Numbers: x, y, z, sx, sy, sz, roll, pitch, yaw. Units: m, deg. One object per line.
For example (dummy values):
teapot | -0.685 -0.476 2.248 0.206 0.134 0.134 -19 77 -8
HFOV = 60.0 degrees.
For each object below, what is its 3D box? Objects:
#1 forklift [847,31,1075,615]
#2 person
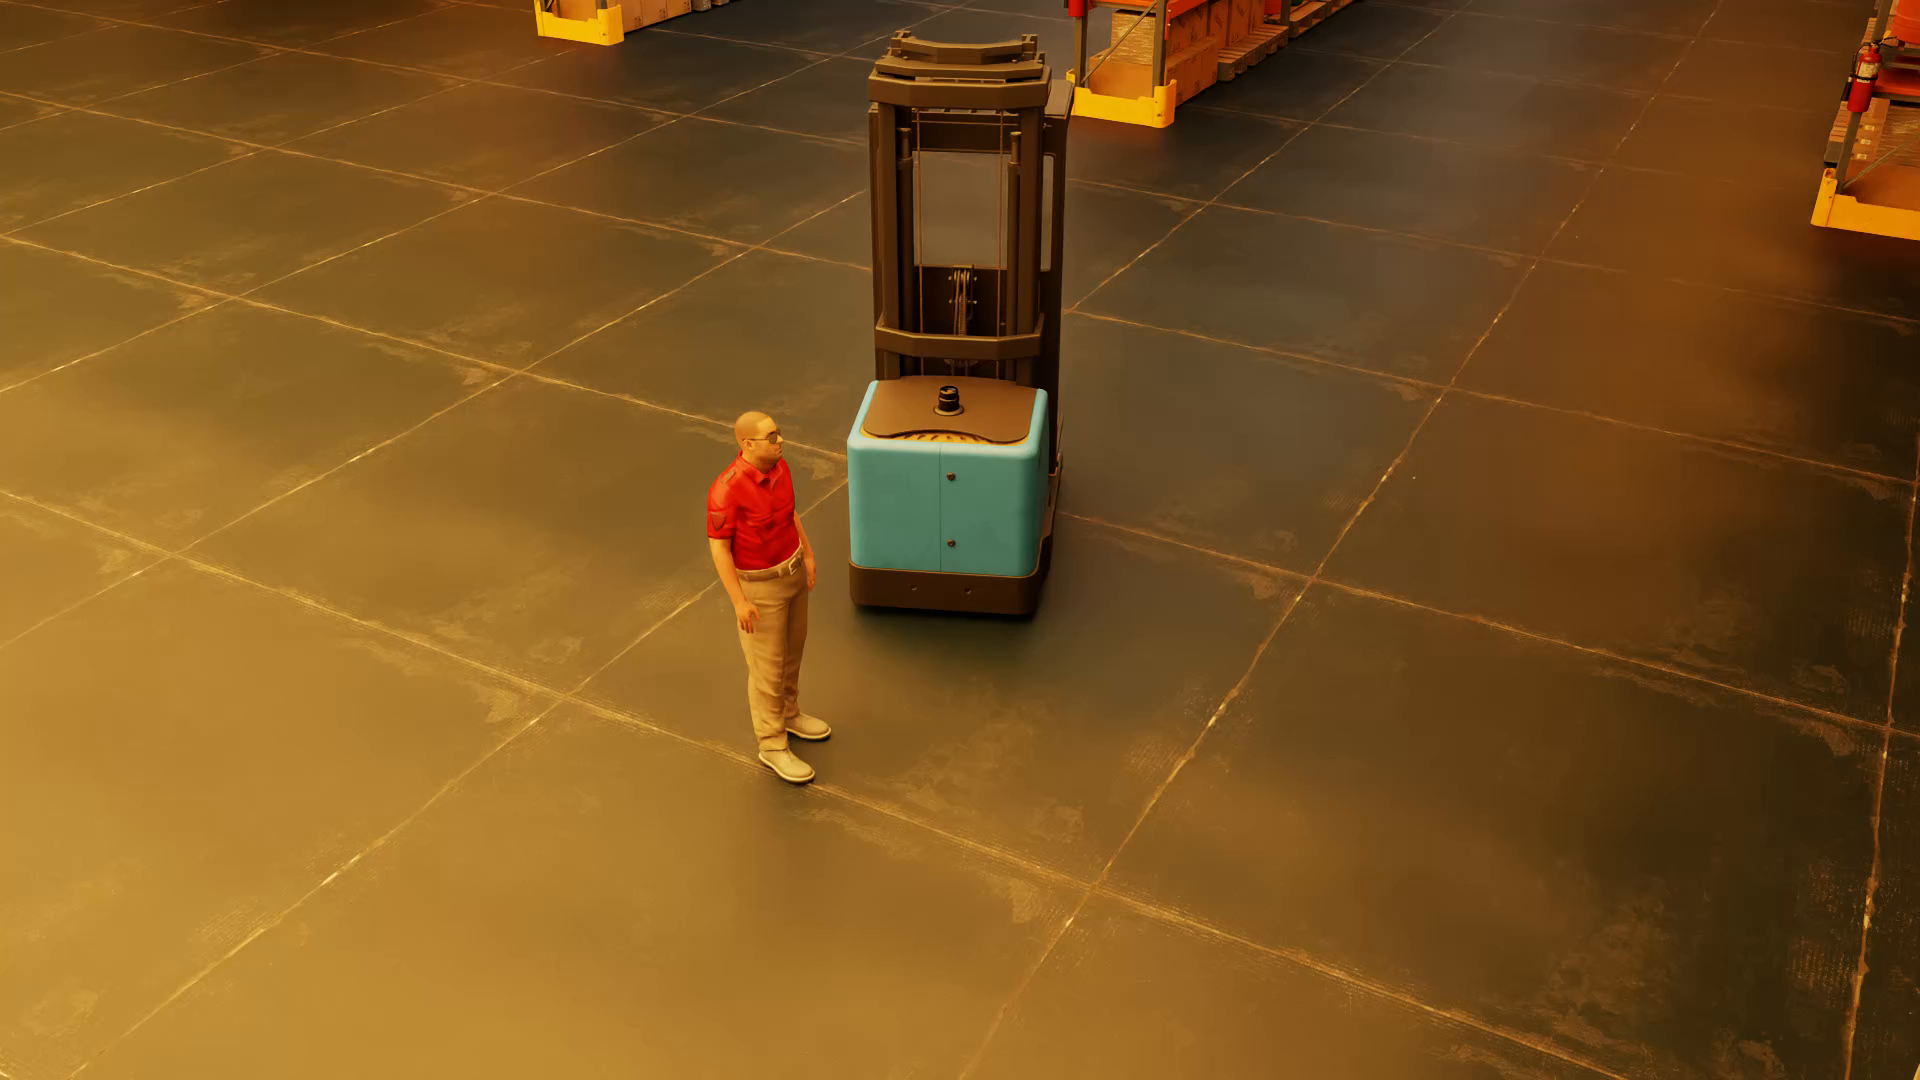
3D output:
forklift | 0.072 -1.572 9.794 1.130 2.935 3.031 3 30 6
person | -0.828 0.231 7.859 0.551 1.727 0.641 15 33 24
